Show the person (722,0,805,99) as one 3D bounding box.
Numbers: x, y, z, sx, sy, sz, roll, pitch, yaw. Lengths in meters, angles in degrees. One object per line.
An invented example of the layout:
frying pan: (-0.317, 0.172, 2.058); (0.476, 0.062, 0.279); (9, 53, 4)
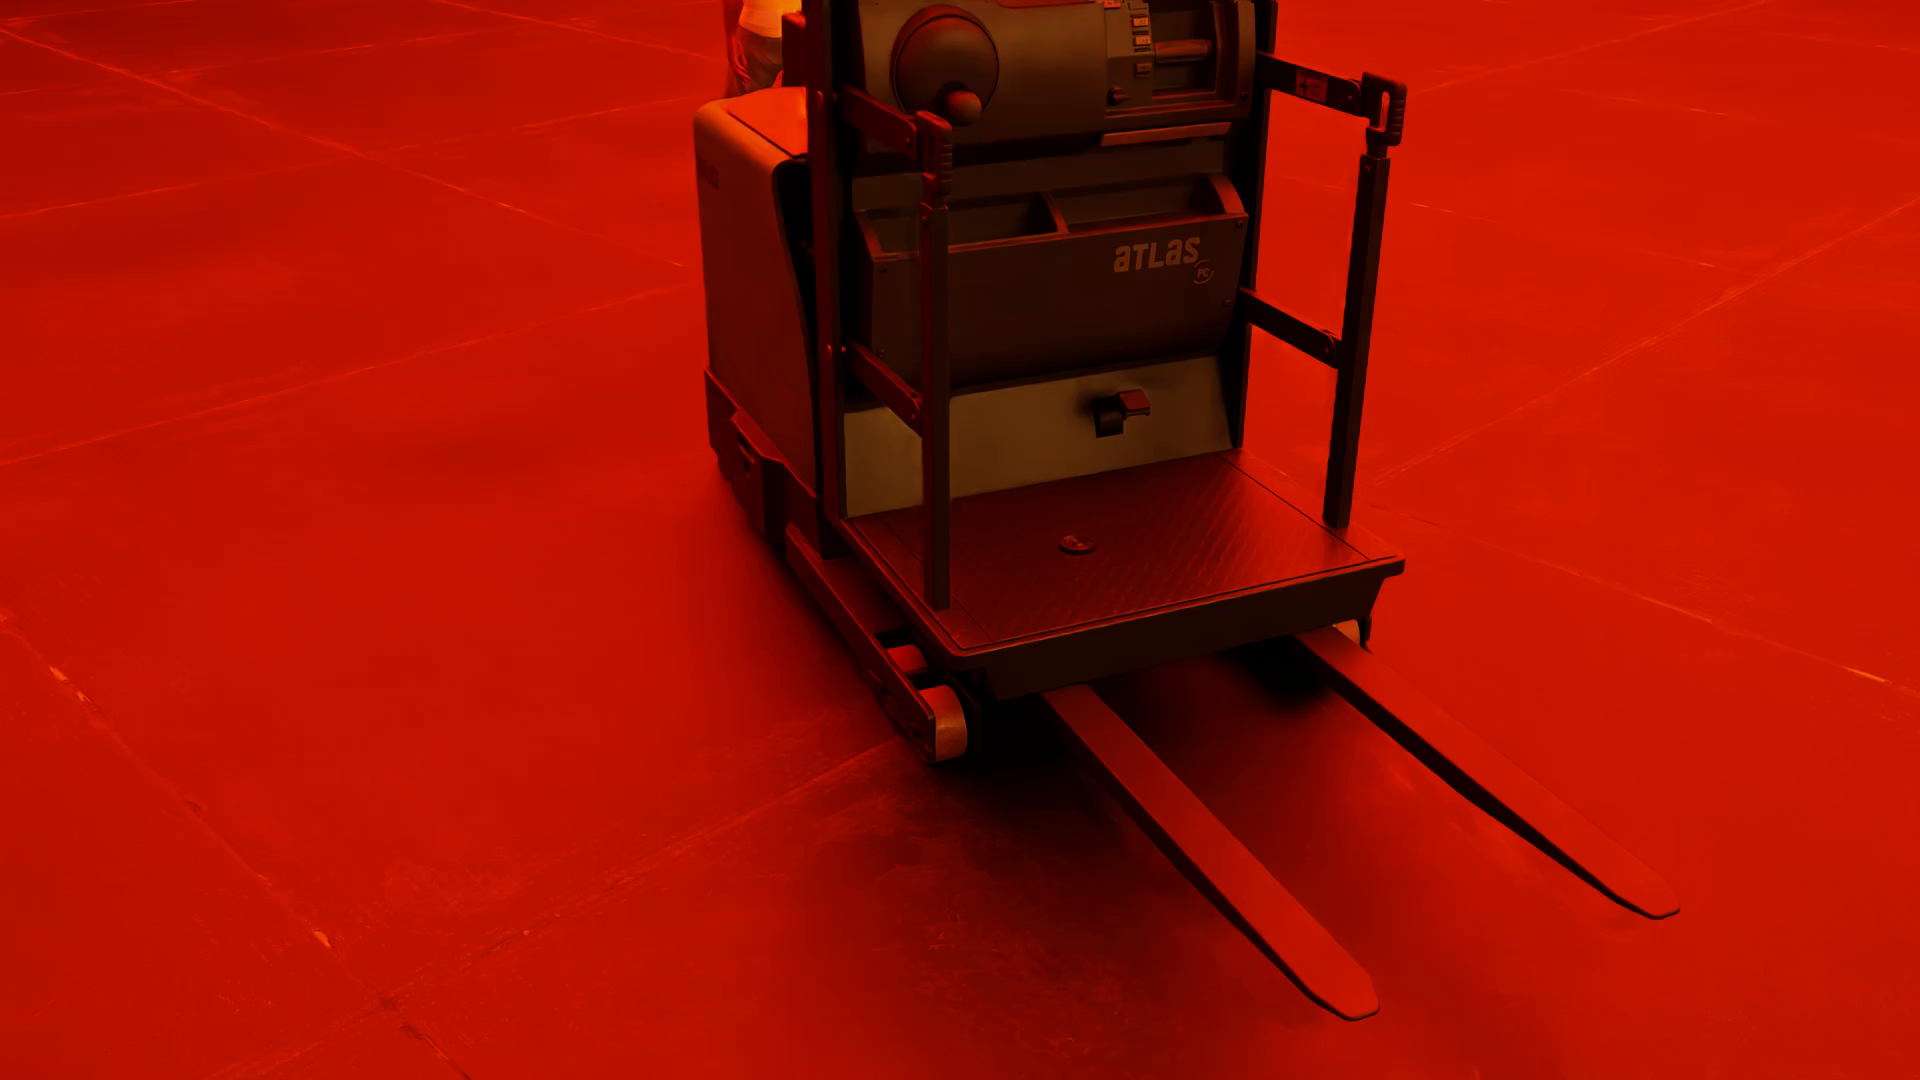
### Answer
person: (-0.764, -2.125, 6.956); (0.663, 1.802, 0.552); (-20, 32, -34)

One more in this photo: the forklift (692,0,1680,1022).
forklift: (0.299, -1.052, 3.359); (1.130, 2.935, 3.031); (-11, 28, -21)
